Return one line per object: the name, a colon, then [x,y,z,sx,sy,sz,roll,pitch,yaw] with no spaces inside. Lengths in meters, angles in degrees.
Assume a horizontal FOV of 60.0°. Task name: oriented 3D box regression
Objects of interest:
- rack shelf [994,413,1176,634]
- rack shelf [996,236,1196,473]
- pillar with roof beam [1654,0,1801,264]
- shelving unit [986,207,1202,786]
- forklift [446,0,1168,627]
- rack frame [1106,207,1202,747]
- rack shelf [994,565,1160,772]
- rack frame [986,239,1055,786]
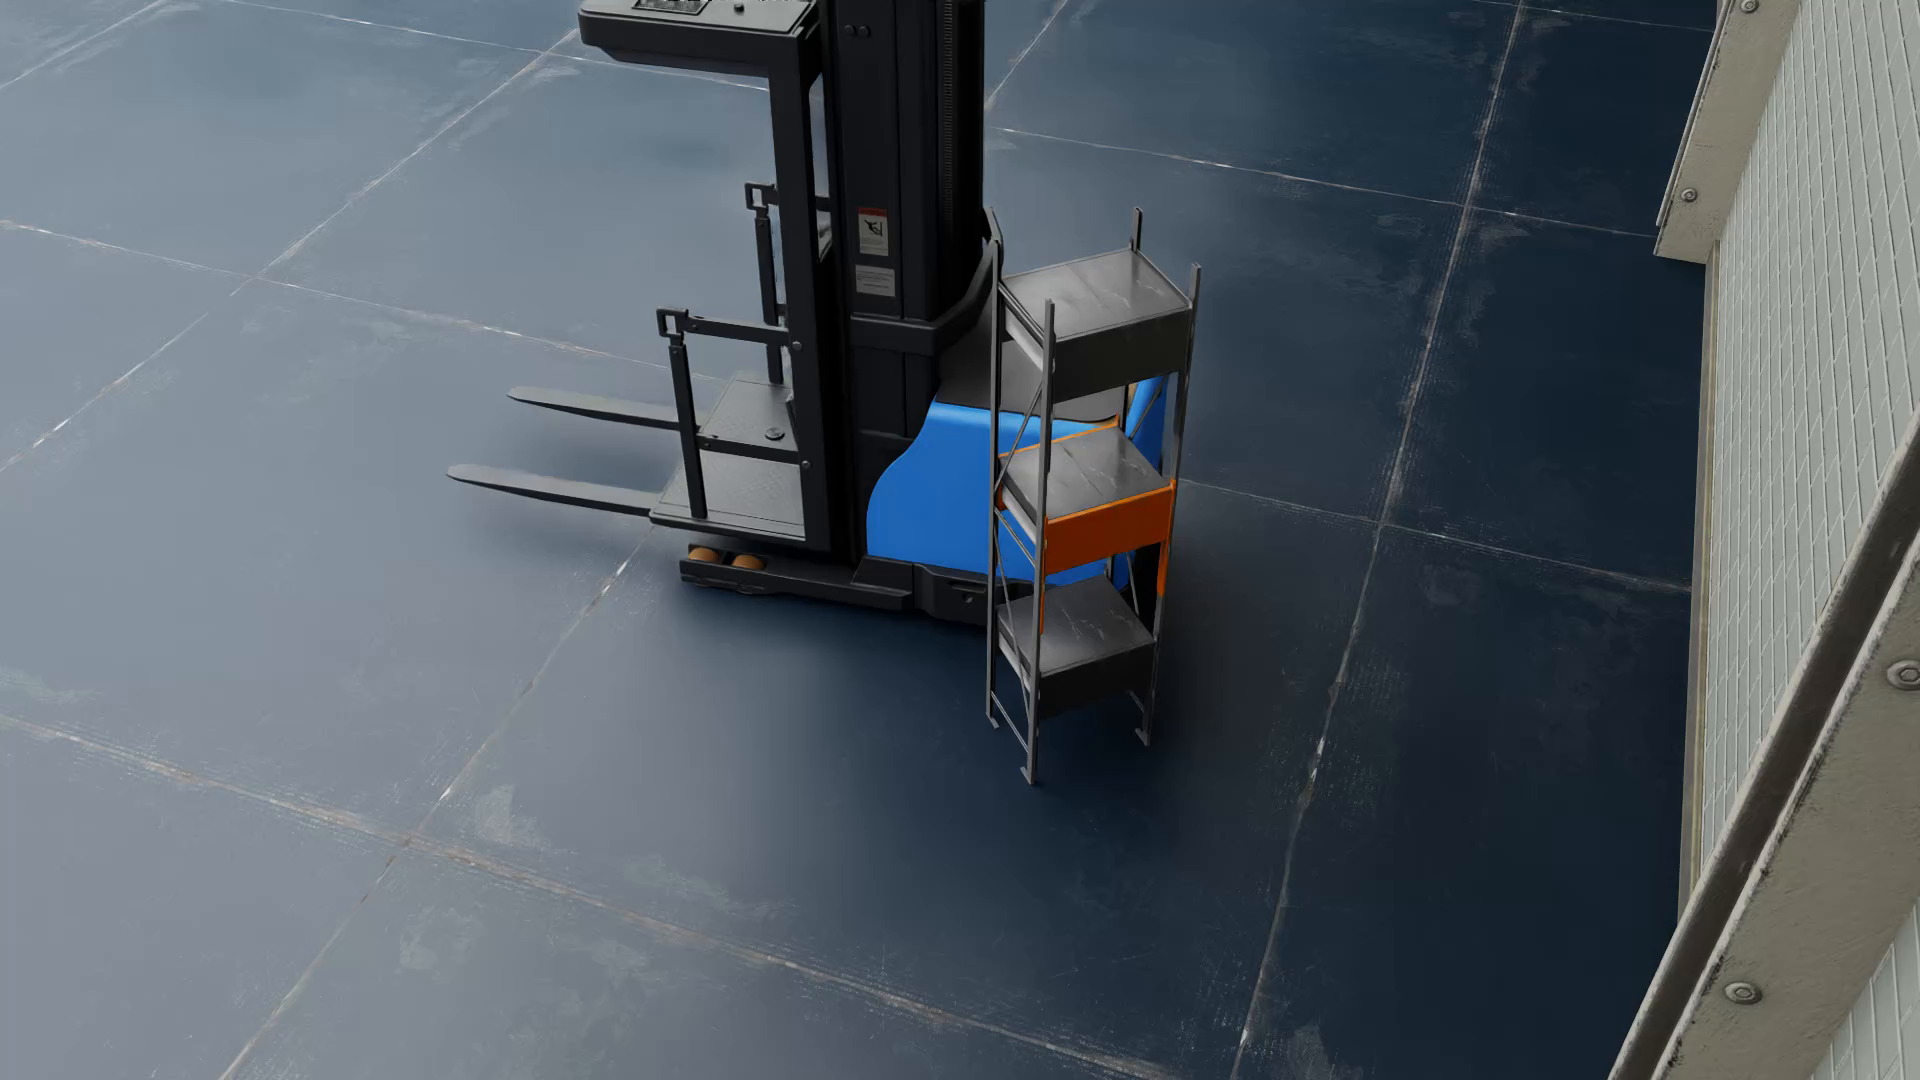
rack shelf: [0.412,-0.059,5.722,0.480,0.518,0.431,-16,43,-18]
rack shelf: [0.412,-0.591,5.268,0.480,0.518,0.431,-16,43,-18]
pillar with roof beam: [-0.049,-6.019,7.372,9.100,9.000,0.400,13,42,15]
shelving unit: [0.412,-0.069,5.713,0.503,2.100,0.431,-16,43,-18]
forklift: [-0.692,-1.210,6.410,3.031,2.935,1.130,9,41,10]
rack frame: [0.635,-0.133,5.788,0.015,2.100,0.400,-16,43,-18]
rack shelf: [0.412,0.474,6.176,0.480,0.518,0.431,-16,43,-18]
rack frame: [0.188,-0.005,5.638,0.015,2.100,0.400,-16,43,-18]
